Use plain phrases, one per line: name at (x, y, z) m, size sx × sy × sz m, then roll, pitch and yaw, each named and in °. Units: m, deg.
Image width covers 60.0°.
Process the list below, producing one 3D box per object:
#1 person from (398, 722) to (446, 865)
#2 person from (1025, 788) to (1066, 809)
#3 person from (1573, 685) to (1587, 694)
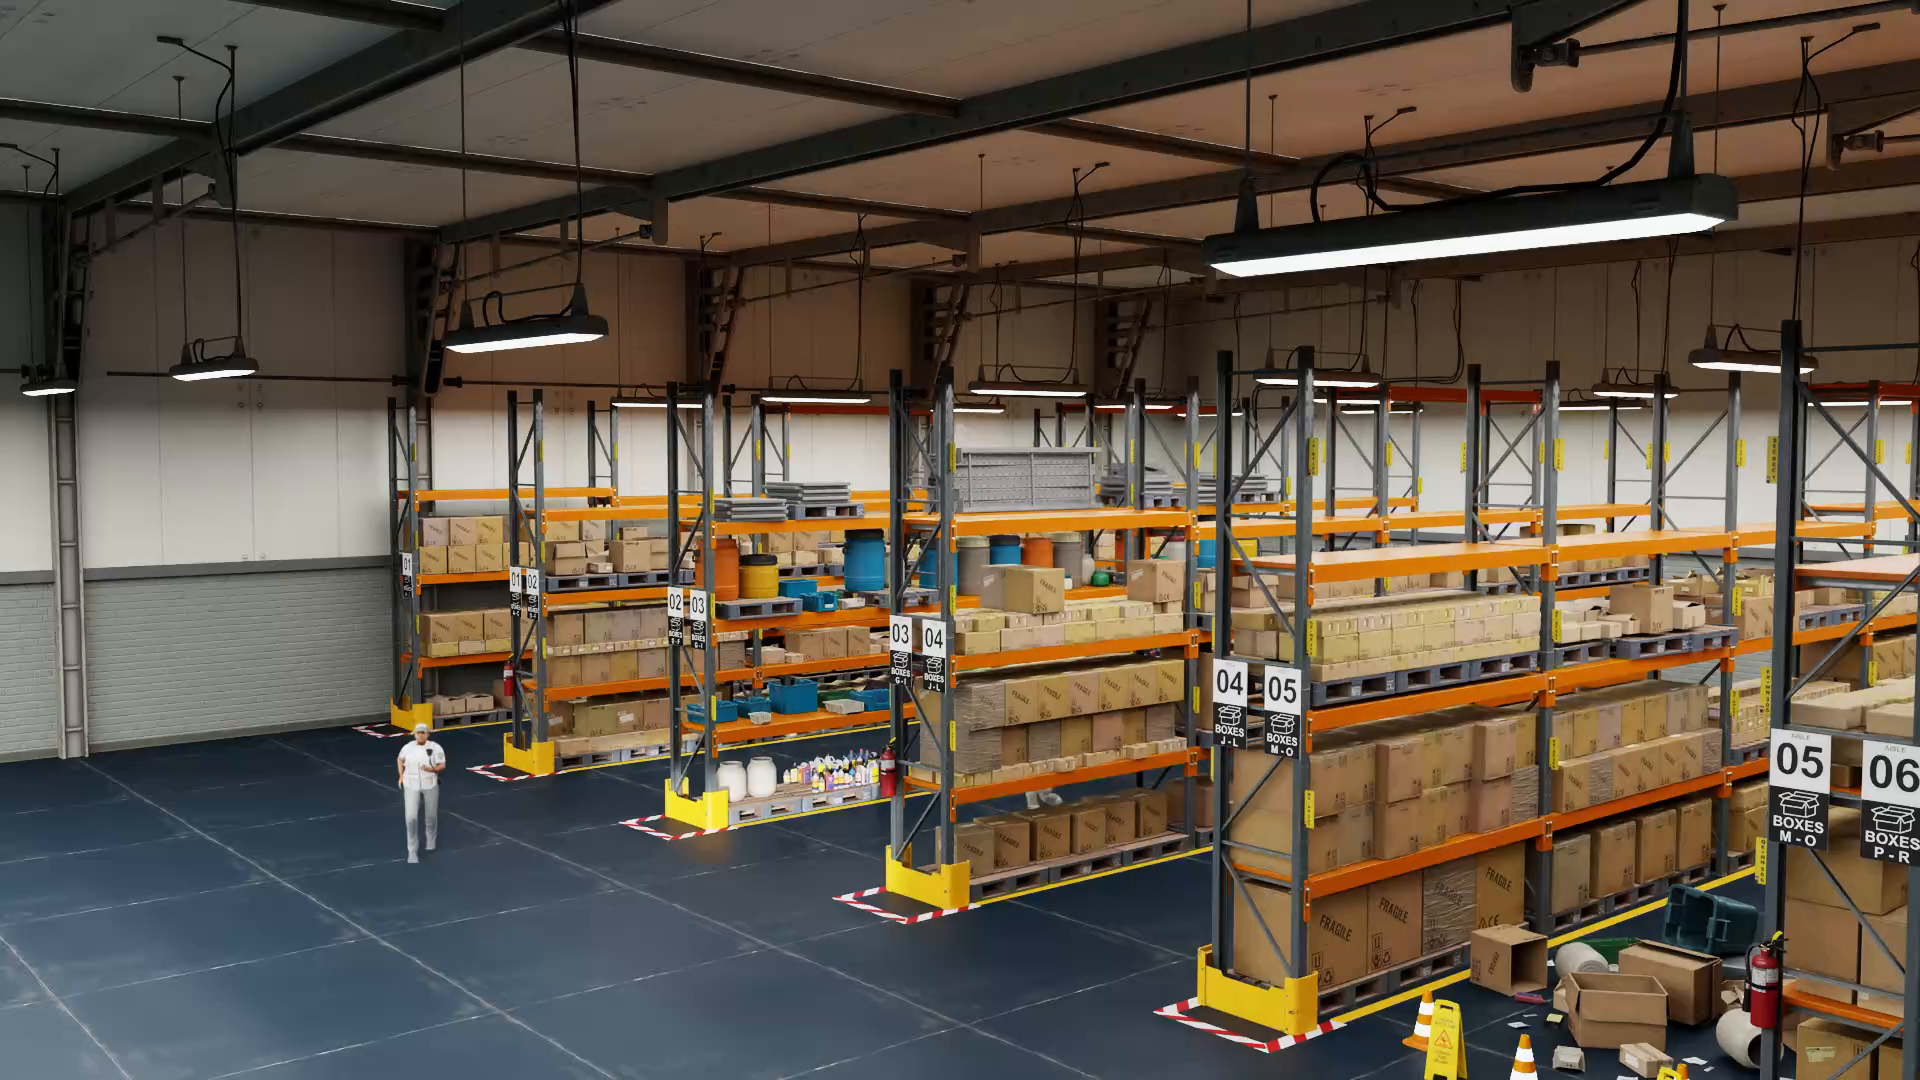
person at (-6.701, 3.124, 20.714) m, size 0.582 × 1.724 × 0.770 m, roll -1°, pitch 3°, yaw -16°
person at (1.111, 2.987, 22.083) m, size 0.802 × 1.778 × 0.663 m, roll -3°, pitch 4°, yaw -40°
person at (9.094, 2.938, 24.430) m, size 0.498 × 1.638 × 0.782 m, roll 3°, pitch 5°, yaw 43°
